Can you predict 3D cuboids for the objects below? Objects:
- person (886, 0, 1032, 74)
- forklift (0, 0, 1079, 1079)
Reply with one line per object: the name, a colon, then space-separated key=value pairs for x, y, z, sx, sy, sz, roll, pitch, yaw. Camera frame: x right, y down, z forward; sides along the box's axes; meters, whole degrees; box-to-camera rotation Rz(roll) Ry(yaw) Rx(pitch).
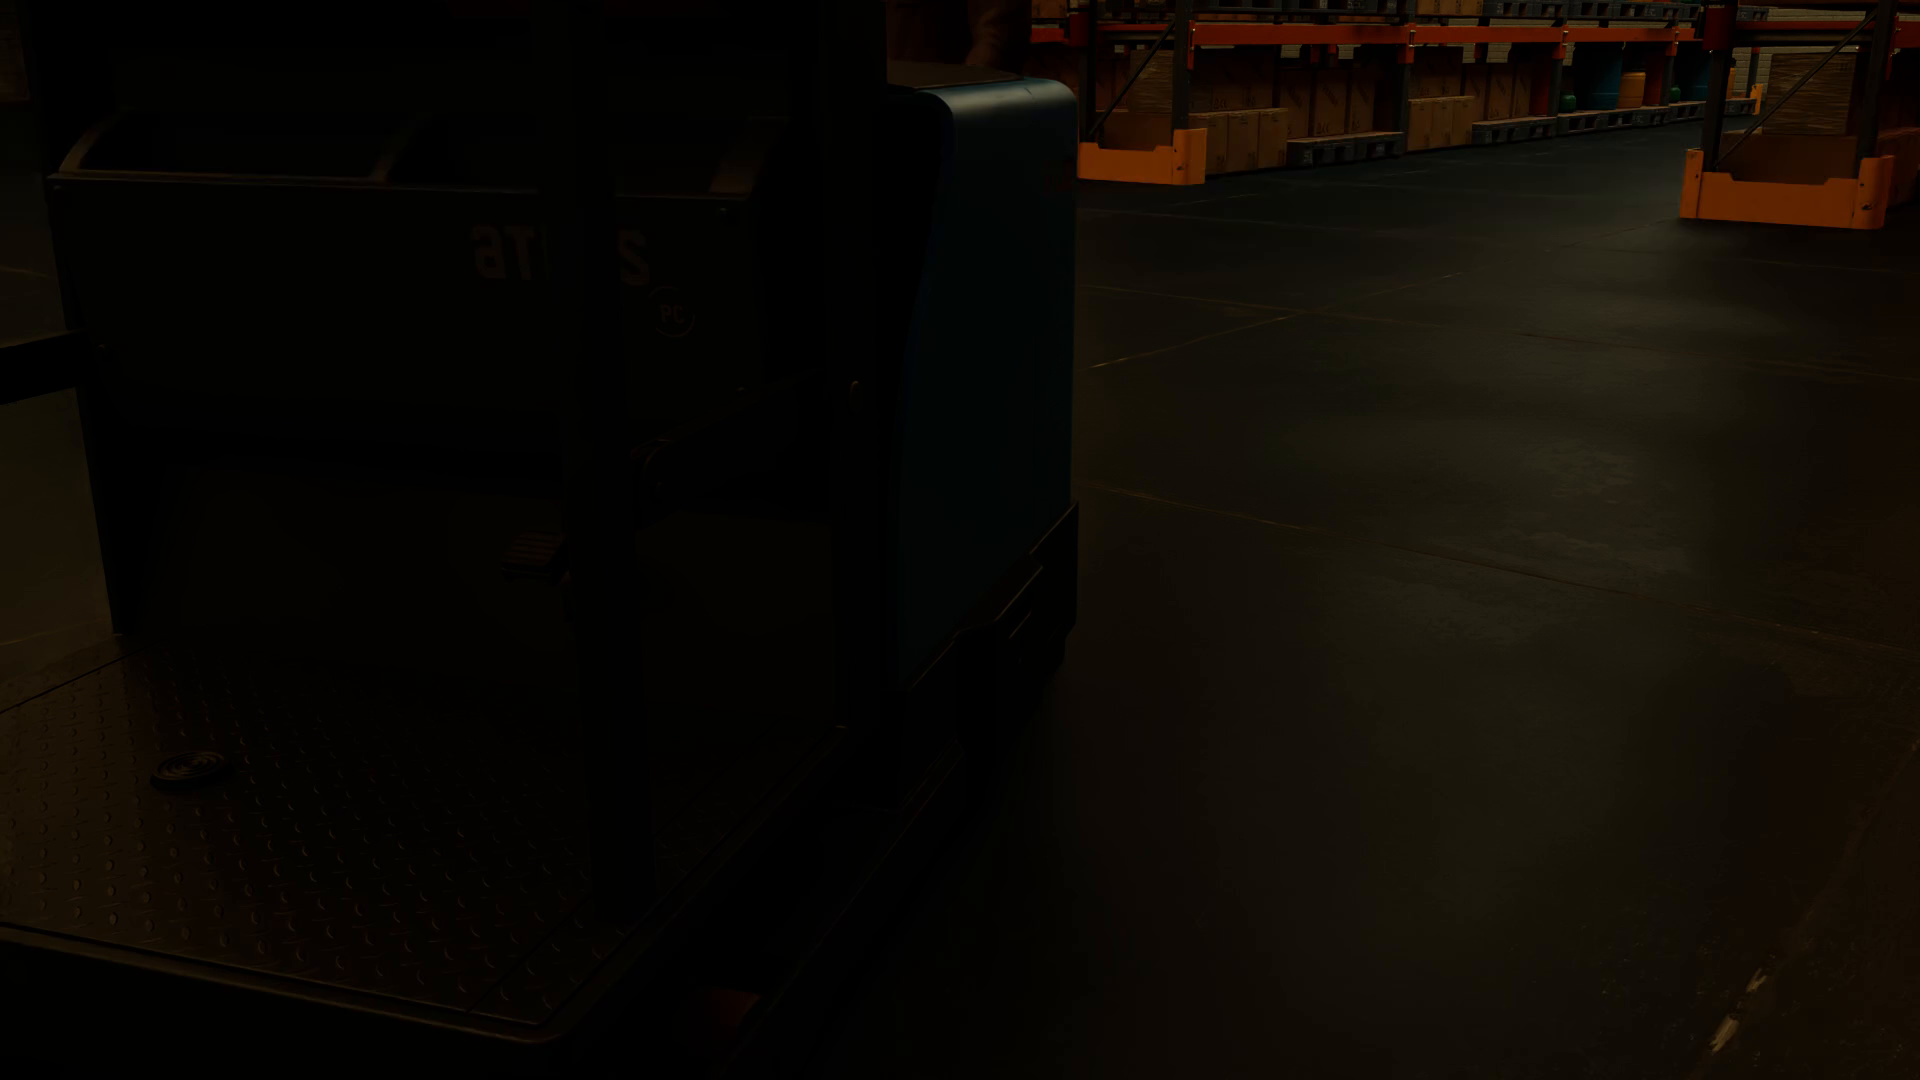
person: x=-0.273 y=-0.743 z=3.440 sx=0.757 sy=1.723 sz=0.763 roll=-10 pitch=20 yaw=-31
forklift: x=-0.706 y=-0.827 z=1.621 sx=1.130 sy=2.935 sz=3.031 roll=5 pitch=18 yaw=17
